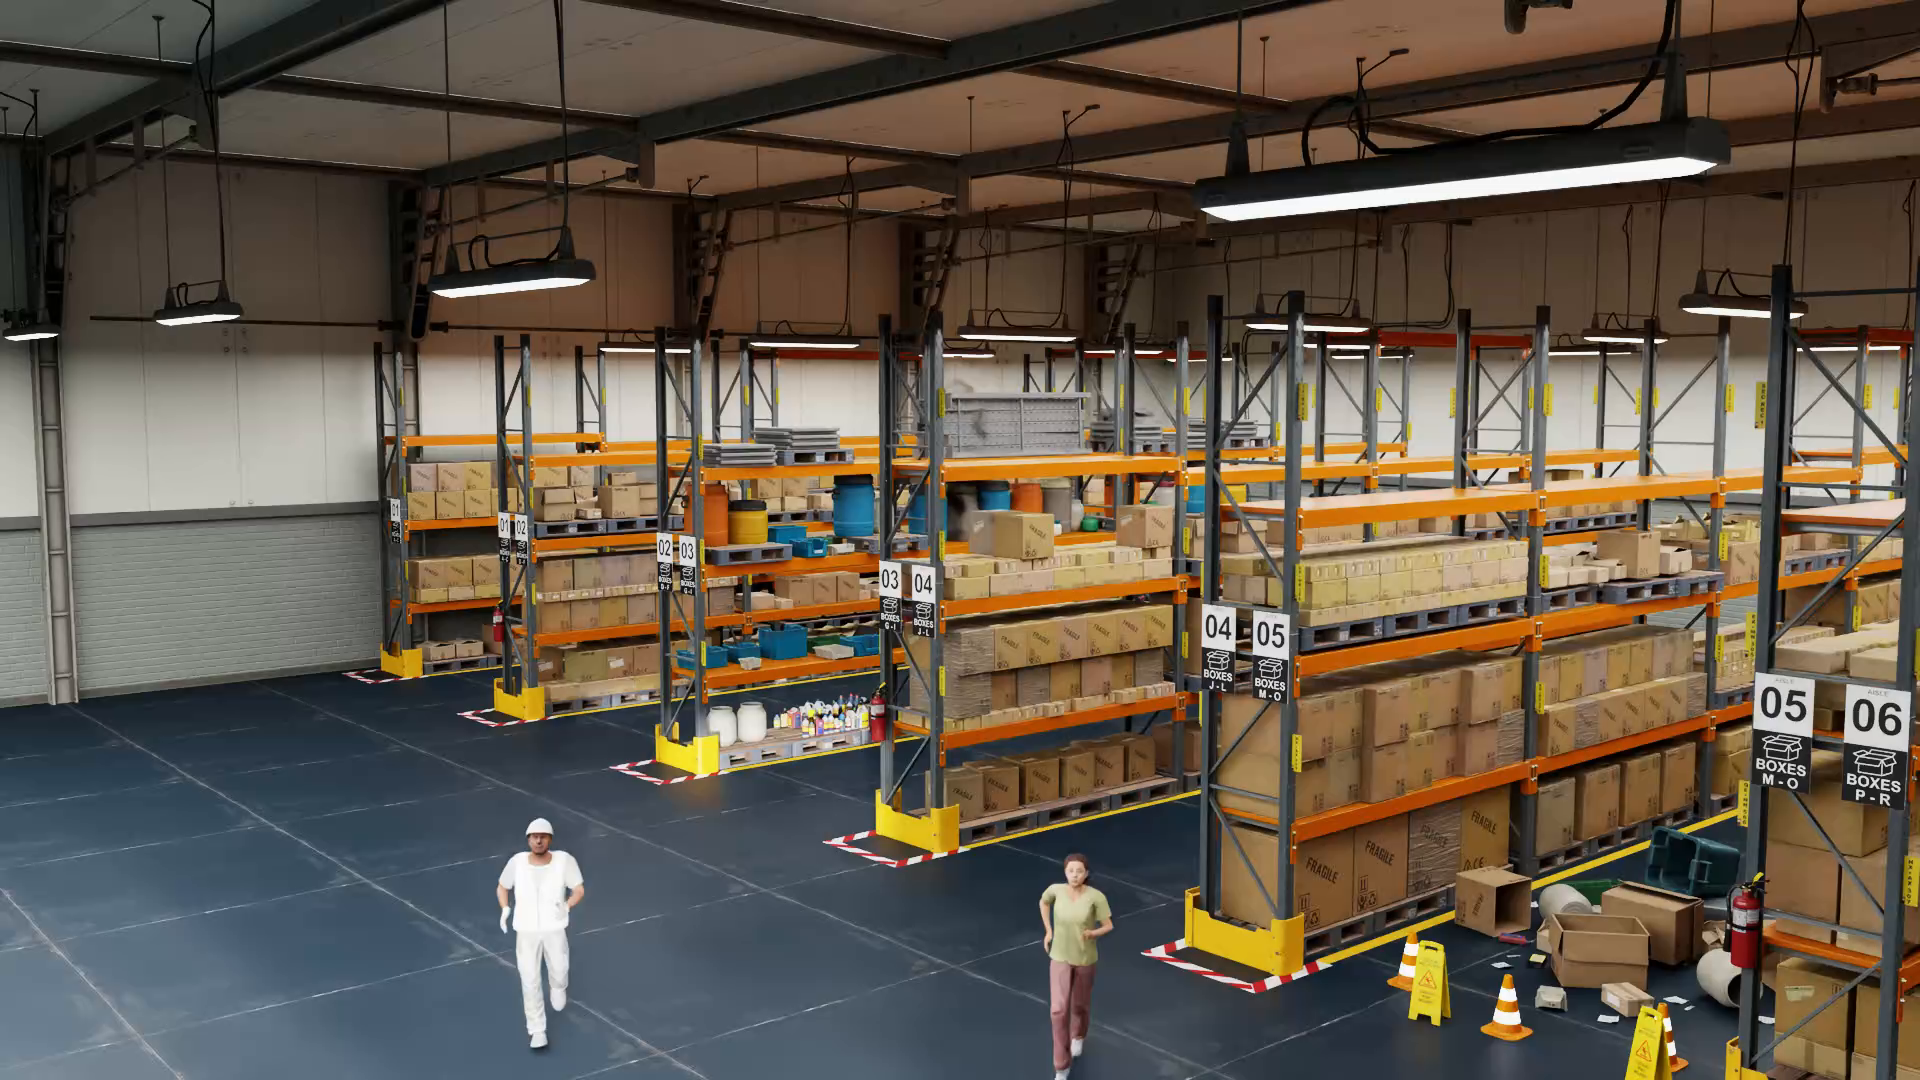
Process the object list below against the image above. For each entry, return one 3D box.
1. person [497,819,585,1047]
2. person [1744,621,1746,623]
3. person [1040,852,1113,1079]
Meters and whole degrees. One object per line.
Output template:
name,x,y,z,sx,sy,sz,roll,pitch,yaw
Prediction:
person,-3.348,3.089,13.281,0.694,1.747,0.804,-1,5,-10
person,12.355,2.024,25.840,0.742,1.611,0.538,-2,6,-25
person,0.870,3.189,12.518,0.566,1.720,0.849,1,5,6
